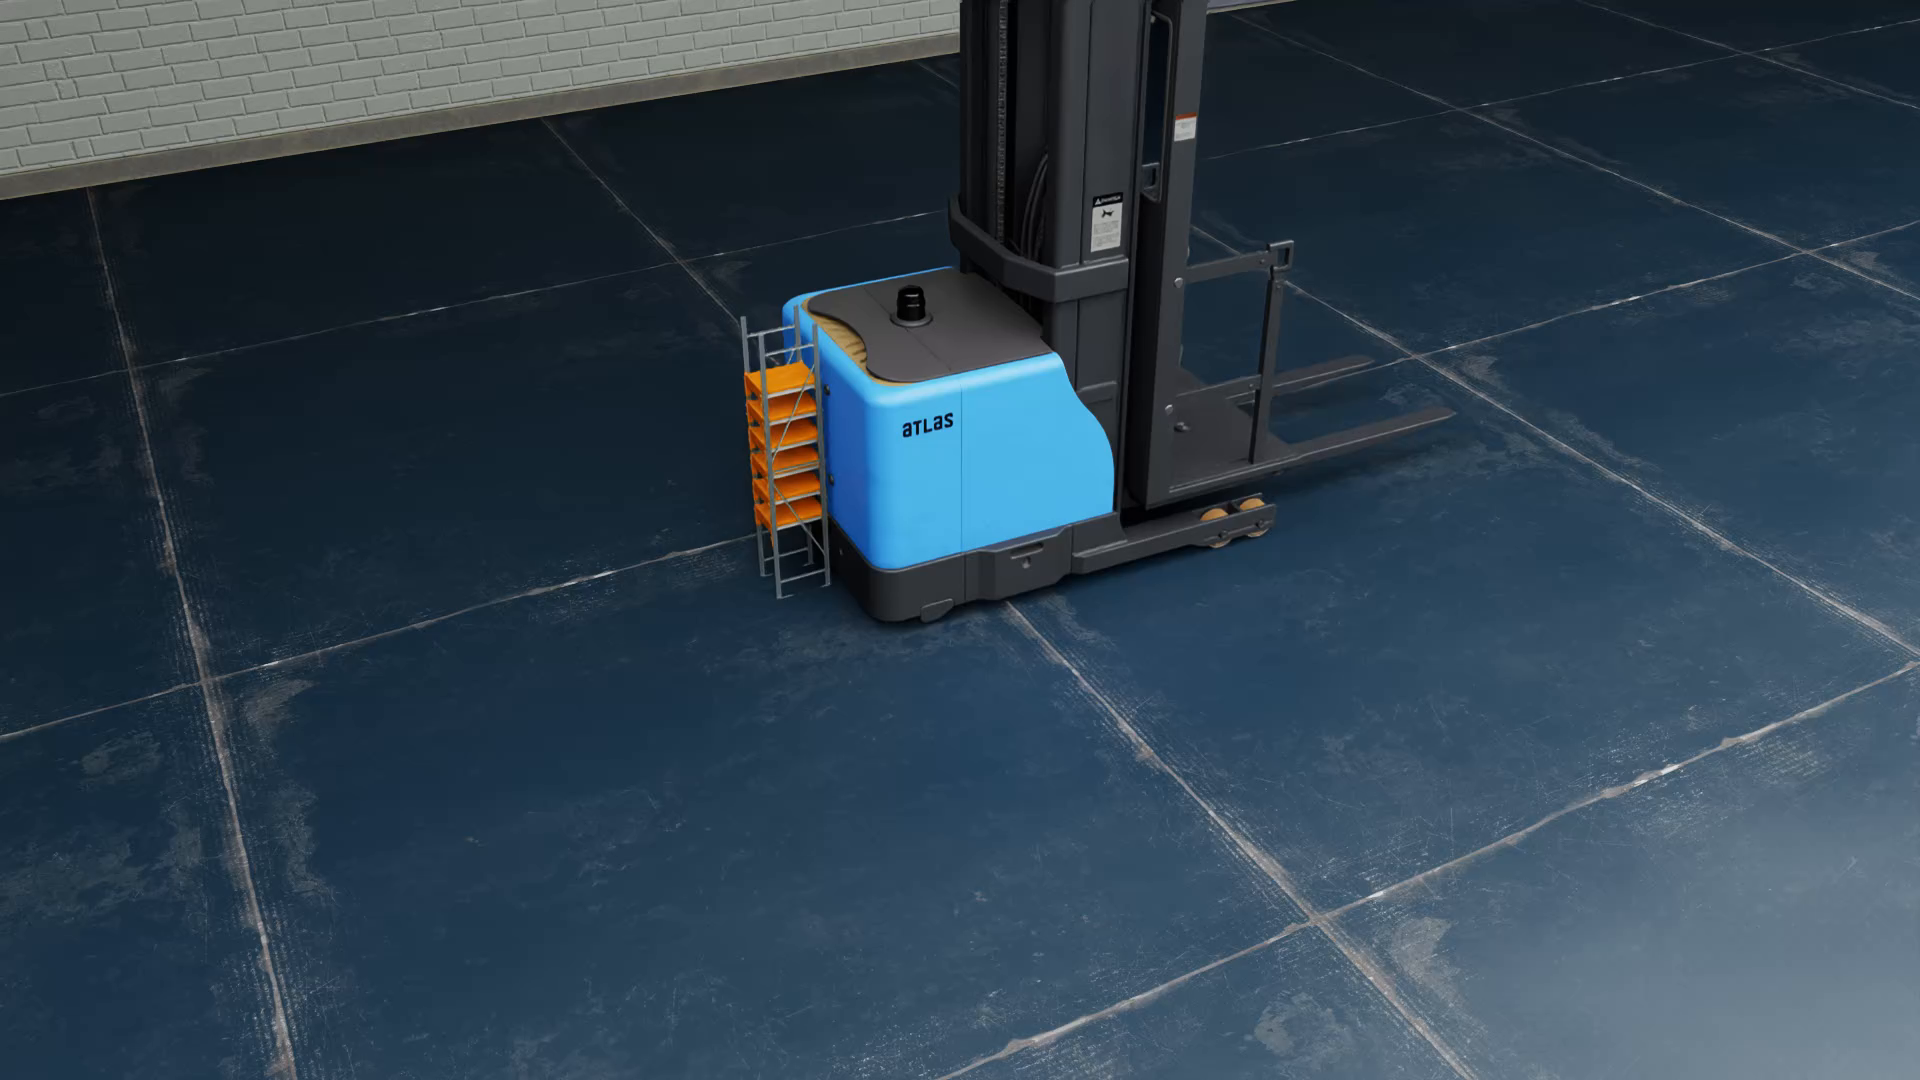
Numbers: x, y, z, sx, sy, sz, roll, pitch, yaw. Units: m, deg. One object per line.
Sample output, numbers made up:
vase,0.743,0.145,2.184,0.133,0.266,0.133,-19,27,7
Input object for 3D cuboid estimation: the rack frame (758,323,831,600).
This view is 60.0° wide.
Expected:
rack frame,-0.649,-0.288,6.587,0.240,1.200,0.006,-16,36,-23

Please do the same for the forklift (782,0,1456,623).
forklift,0.811,-1.441,6.783,3.031,2.935,1.130,-15,35,-22

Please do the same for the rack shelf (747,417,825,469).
rack shelf,-0.691,-0.395,6.615,0.258,0.103,0.180,-16,36,-23

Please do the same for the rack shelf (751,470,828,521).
rack shelf,-0.691,-0.193,6.744,0.258,0.103,0.180,-16,36,-23

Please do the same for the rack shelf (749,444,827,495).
rack shelf,-0.691,-0.294,6.680,0.258,0.103,0.180,-16,36,-23

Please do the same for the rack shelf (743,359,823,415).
rack shelf,-0.691,-0.598,6.486,0.258,0.103,0.180,-16,36,-23

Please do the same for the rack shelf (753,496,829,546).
rack shelf,-0.691,-0.092,6.809,0.258,0.103,0.180,-16,36,-23

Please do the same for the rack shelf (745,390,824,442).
rack shelf,-0.691,-0.497,6.550,0.258,0.103,0.180,-16,36,-23

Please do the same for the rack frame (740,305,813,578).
rack frame,-0.733,-0.376,6.724,0.240,1.200,0.006,-16,36,-23

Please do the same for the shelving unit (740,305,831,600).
shelving unit,-0.691,-0.332,6.656,0.258,1.200,0.189,-16,36,-23
